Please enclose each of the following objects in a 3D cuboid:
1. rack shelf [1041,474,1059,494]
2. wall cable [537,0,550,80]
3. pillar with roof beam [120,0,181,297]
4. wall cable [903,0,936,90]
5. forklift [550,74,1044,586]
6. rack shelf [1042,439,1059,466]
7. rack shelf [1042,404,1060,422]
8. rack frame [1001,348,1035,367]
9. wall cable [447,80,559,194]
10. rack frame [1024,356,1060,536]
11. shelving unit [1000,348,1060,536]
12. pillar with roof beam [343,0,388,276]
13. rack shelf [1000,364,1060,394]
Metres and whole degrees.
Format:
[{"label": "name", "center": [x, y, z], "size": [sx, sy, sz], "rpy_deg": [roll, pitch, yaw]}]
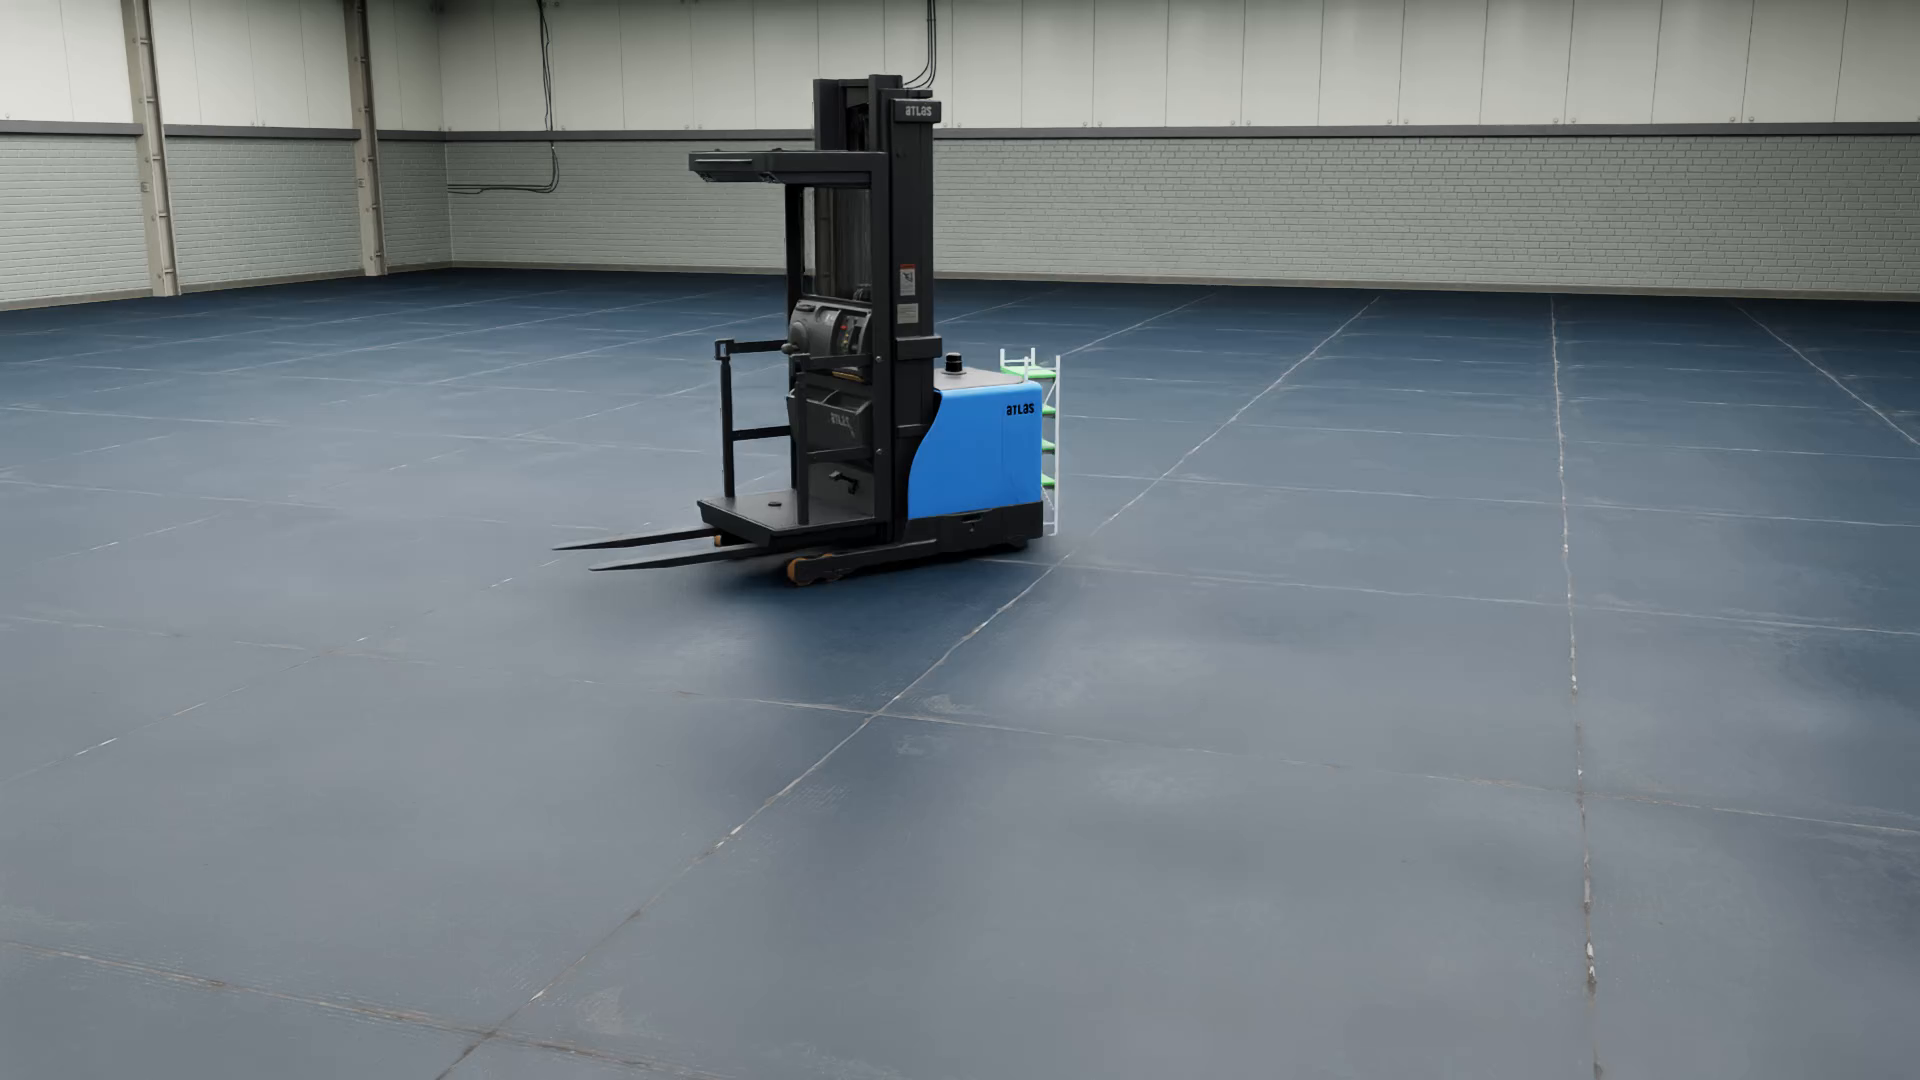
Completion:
[{"label": "rack shelf", "center": [0.464, -0.367, 11.266], "size": [0.258, 0.148, 0.480], "rpy_deg": [-4, 13, -17]}, {"label": "wall cable", "center": [-8.017, -11.465, 36.624], "size": [3.097, 2.526, 0.112], "rpy_deg": [4, 14, 18]}, {"label": "pillar with roof beam", "center": [-10.649, -8.613, 28.501], "size": [9.100, 9.000, 0.400], "rpy_deg": [4, 14, 18]}, {"label": "wall cable", "center": [-1.599, -11.682, 34.306], "size": [2.305, 6.003, 0.169], "rpy_deg": [4, 14, 18]}, {"label": "forklift", "center": [-0.971, -1.293, 10.066], "size": [3.031, 2.935, 1.130], "rpy_deg": [-8, 15, -33]}, {"label": "rack shelf", "center": [0.464, -0.601, 11.212], "size": [0.258, 0.148, 0.480], "rpy_deg": [-4, 13, -17]}, {"label": "rack shelf", "center": [0.464, -0.835, 11.159], "size": [0.258, 0.148, 0.480], "rpy_deg": [-4, 13, -17]}, {"label": "rack frame", "center": [0.392, -0.715, 11.426], "size": [0.240, 1.200, 0.015], "rpy_deg": [-4, 13, -17]}, {"label": "wall cable", "center": [-10.577, -9.197, 38.040], "size": [3.097, 2.526, 0.112], "rpy_deg": [4, 14, 18]}, {"label": "rack frame", "center": [0.536, -0.612, 10.971], "size": [0.240, 1.200, 0.015], "rpy_deg": [-4, 13, -17]}, {"label": "shelving unit", "center": [0.464, -0.664, 11.198], "size": [0.258, 1.200, 0.503], "rpy_deg": [-4, 13, -17]}, {"label": "pillar with roof beam", "center": [-8.708, -9.876, 34.036], "size": [9.100, 9.000, 0.400], "rpy_deg": [4, 14, 18]}, {"label": "rack shelf", "center": [0.464, -1.069, 11.106], "size": [0.258, 0.148, 0.480], "rpy_deg": [-4, 13, -17]}]
